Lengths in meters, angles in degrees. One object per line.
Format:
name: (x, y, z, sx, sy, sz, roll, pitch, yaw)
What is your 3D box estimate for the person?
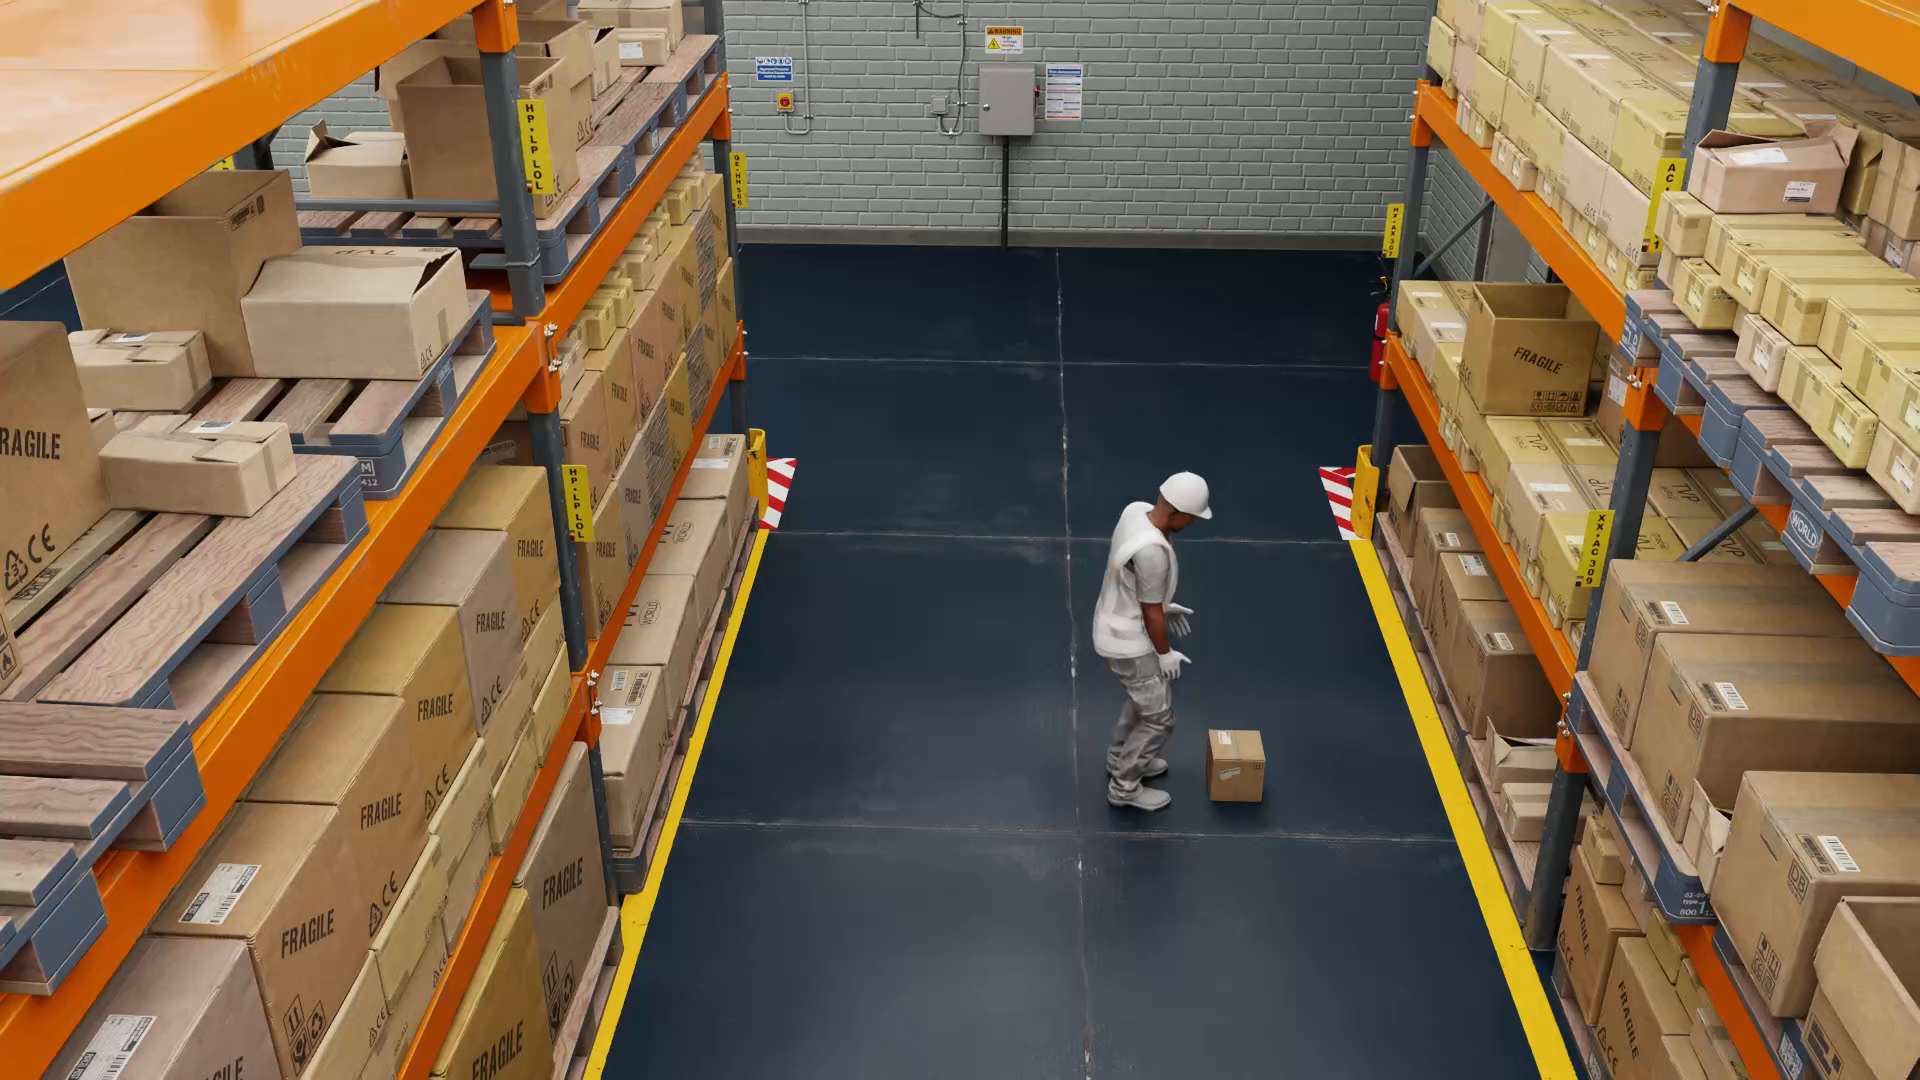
person: (0.884, 0.448, 7.845, 0.517, 1.695, 0.584, 2, 28, 3)
